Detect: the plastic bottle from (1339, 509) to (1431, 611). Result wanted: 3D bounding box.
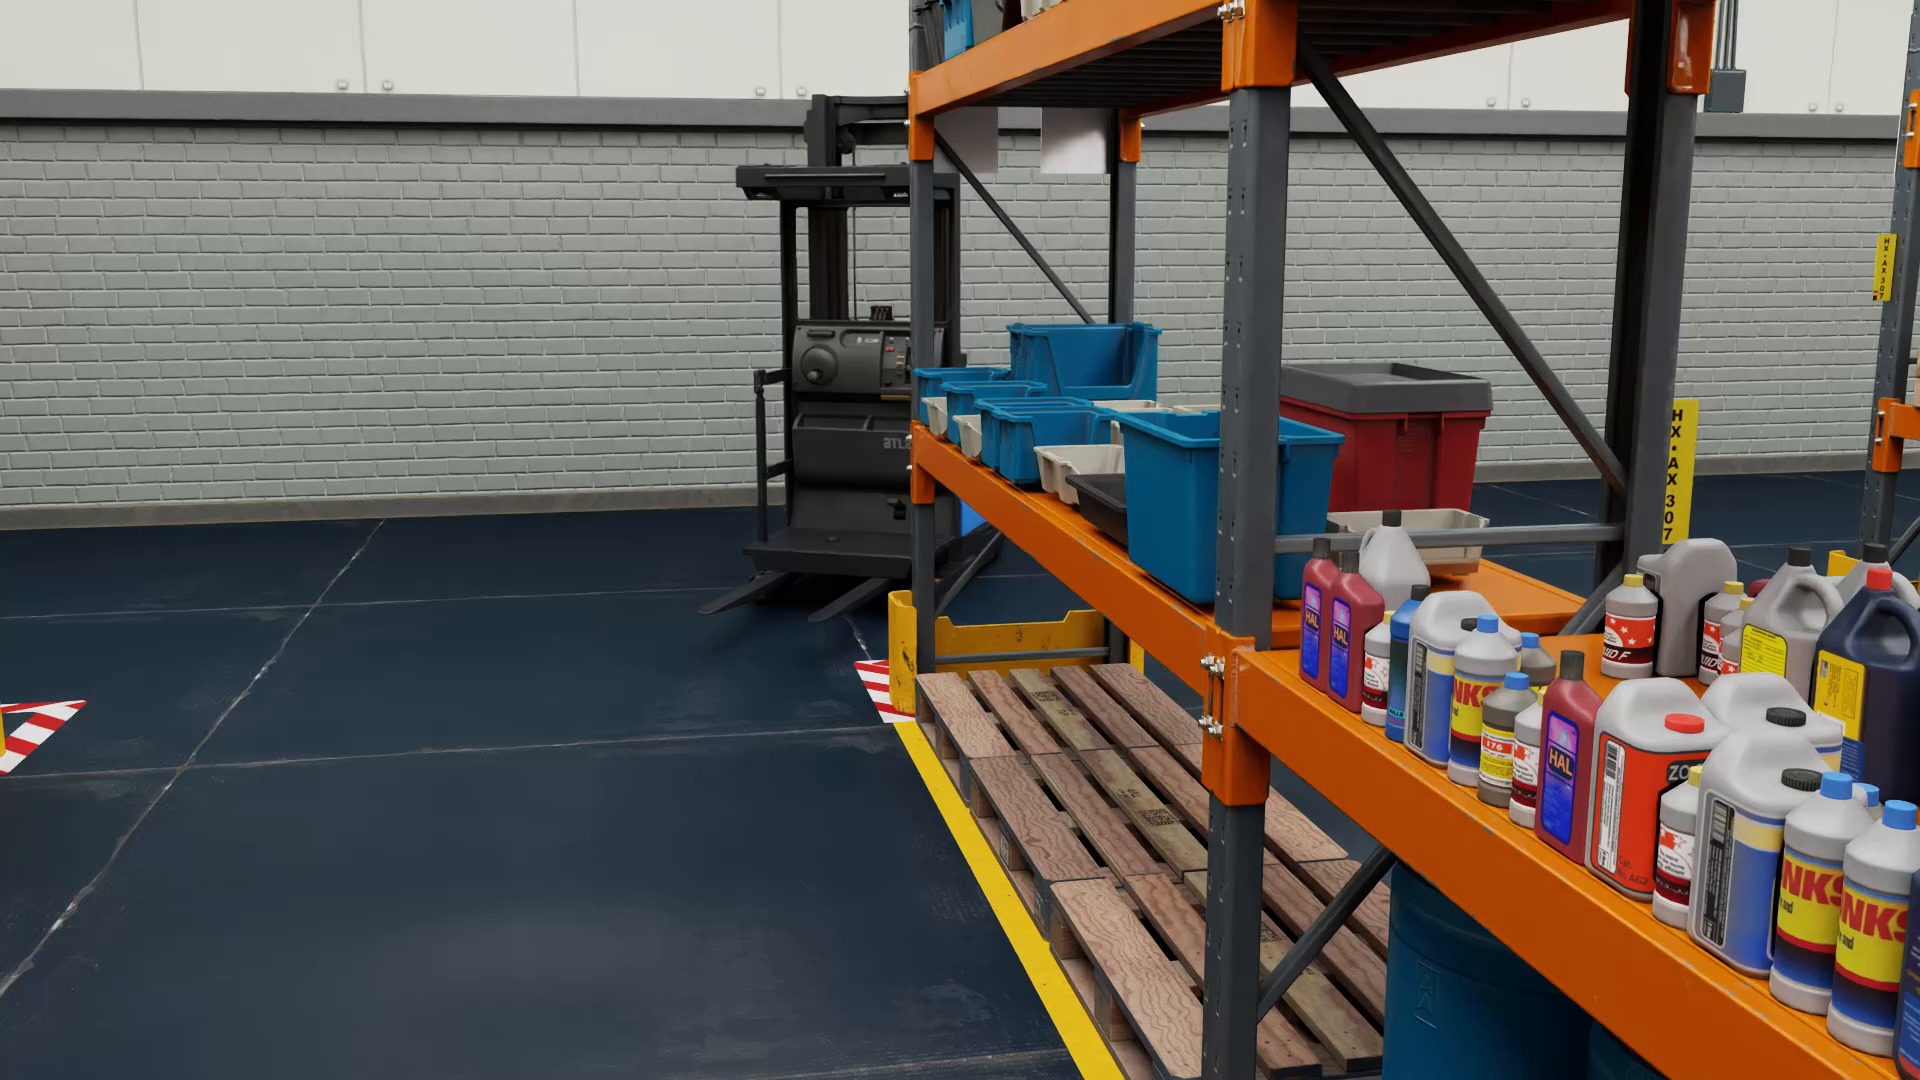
[{"bbox_3d":[0.817,0.112,3.216,0.144,0.351,0.185,-2,11,-11],"label":"plastic bottle"}]

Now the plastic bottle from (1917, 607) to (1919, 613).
[{"bbox_3d":[1.594,0.219,2.655,0.144,0.351,0.185,-2,11,-11],"label":"plastic bottle"}]

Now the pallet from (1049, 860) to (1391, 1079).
[{"bbox_3d":[0.878,1.241,4.614,1.003,0.211,1.213,-2,11,-11],"label":"pallet"}]

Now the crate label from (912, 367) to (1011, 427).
[{"bbox_3d":[0.006,-0.619,7.215,0.416,0.233,0.303,-2,11,-11],"label":"crate label"}]

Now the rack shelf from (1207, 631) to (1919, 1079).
[{"bbox_3d":[1.448,0.724,1.792,1.077,0.370,4.000,-2,11,-11],"label":"rack shelf"}]

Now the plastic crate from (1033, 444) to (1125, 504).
[{"bbox_3d":[0.425,-0.204,5.291,0.293,0.136,0.466,-2,11,-11],"label":"plastic crate"}]

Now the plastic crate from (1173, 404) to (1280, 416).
[{"bbox_3d":[0.942,-0.254,5.164,0.437,0.282,0.530,-2,11,-11],"label":"plastic crate"}]

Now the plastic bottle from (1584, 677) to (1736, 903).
[{"bbox_3d":[0.955,0.334,2.252,0.152,0.276,0.135,-2,11,-11],"label":"plastic bottle"}]

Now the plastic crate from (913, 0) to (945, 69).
[{"bbox_3d":[0.082,-2.058,6.814,0.497,0.269,0.590,-2,11,-11],"label":"plastic crate"}]

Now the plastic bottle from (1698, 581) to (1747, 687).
[{"bbox_3d":[1.502,0.183,3.246,0.097,0.201,0.097,0,11,0],"label":"plastic bottle"}]

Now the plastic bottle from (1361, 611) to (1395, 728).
[{"bbox_3d":[0.778,0.230,2.999,0.097,0.201,0.097,0,11,0],"label":"plastic bottle"}]

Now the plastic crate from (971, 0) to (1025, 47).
[{"bbox_3d":[0.308,-1.882,5.707,0.504,0.338,0.767,-2,11,-11],"label":"plastic crate"}]

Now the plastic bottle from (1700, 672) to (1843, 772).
[{"bbox_3d":[1.104,0.328,2.281,0.152,0.276,0.135,-2,11,-11],"label":"plastic bottle"}]

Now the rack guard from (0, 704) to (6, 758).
[{"bbox_3d":[-4.564,0.692,6.724,1.175,0.500,0.348,-2,11,-11],"label":"rack guard"}]

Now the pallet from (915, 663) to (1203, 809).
[{"bbox_3d":[0.403,0.793,6.965,1.003,0.211,1.213,-2,11,-11],"label":"pallet"}]

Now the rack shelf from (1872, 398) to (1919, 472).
[{"bbox_3d":[5.528,-0.189,6.593,1.077,0.370,4.000,-2,11,-11],"label":"rack shelf"}]

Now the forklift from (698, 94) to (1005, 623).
[{"bbox_3d":[-0.603,-1.100,9.638,1.130,2.935,3.031,3,11,16],"label":"forklift"}]

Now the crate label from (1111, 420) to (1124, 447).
[{"bbox_3d":[0.737,-0.382,6.228,0.396,0.136,0.243,-2,11,-11],"label":"crate label"}]

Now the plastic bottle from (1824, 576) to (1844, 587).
[{"bbox_3d":[1.524,0.193,2.993,0.152,0.276,0.135,-2,11,-11],"label":"plastic bottle"}]

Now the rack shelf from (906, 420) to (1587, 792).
[{"bbox_3d":[0.670,-0.009,5.646,1.077,0.370,4.000,-2,11,-11],"label":"rack shelf"}]

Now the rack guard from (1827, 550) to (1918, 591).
[{"bbox_3d":[5.134,0.314,8.709,1.175,0.500,0.348,-2,11,-11],"label":"rack guard"}]

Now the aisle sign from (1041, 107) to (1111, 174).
[{"bbox_3d":[0.554,-2.030,7.388,0.394,0.787,0.004,-2,11,-11],"label":"aisle sign"}]

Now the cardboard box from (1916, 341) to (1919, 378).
[{"bbox_3d":[4.968,-0.884,7.925,0.500,0.250,0.500,-2,11,-13],"label":"cardboard box"}]

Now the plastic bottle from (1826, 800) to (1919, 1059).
[{"bbox_3d":[1.015,0.419,1.818,0.097,0.271,0.097,0,11,0],"label":"plastic bottle"}]

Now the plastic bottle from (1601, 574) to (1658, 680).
[{"bbox_3d":[1.334,0.170,3.311,0.097,0.201,0.097,0,11,0],"label":"plastic bottle"}]

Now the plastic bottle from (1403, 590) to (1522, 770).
[{"bbox_3d":[0.846,0.231,2.792,0.152,0.276,0.135,-2,11,-11],"label":"plastic bottle"}]

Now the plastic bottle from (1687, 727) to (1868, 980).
[{"bbox_3d":[1.000,0.376,2.029,0.152,0.276,0.135,-2,11,-11],"label":"plastic bottle"}]

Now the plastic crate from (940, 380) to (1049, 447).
[{"bbox_3d":[0.134,-0.499,6.581,0.416,0.233,0.300,-2,11,-11],"label":"plastic crate"}]

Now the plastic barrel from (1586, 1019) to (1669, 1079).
[{"bbox_3d":[1.286,1.059,2.599,0.600,0.901,0.708,-2,11,-11],"label":"plastic barrel"}]

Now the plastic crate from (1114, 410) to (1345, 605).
[{"bbox_3d":[0.633,-0.091,4.032,0.392,0.384,0.575,-2,11,-11],"label":"plastic crate"}]

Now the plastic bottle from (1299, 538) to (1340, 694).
[{"bbox_3d":[0.712,0.144,3.228,0.061,0.283,0.133,-2,11,-11],"label":"plastic bottle"}]

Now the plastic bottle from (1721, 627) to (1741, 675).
[{"bbox_3d":[1.405,0.237,2.959,0.097,0.201,0.097,0,11,0],"label":"plastic bottle"}]

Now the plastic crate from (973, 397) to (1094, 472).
[{"bbox_3d":[0.262,-0.378,5.947,0.416,0.233,0.300,-2,11,-11],"label":"plastic crate"}]

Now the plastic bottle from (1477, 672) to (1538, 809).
[{"bbox_3d":[0.861,0.308,2.588,0.097,0.201,0.097,0,11,0],"label":"plastic bottle"}]

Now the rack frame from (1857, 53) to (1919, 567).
[{"bbox_3d":[5.139,-0.909,8.453,1.000,3.000,0.127,-2,11,-11],"label":"rack frame"}]

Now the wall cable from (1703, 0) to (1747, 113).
[{"bbox_3d":[7.420,-6.599,13.698,2.277,5.999,0.120,-2,11,-11],"label":"wall cable"}]

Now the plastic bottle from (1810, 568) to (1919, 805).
[{"bbox_3d":[1.453,0.224,2.628,0.144,0.351,0.185,-2,11,-11],"label":"plastic bottle"}]

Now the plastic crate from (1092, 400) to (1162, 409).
[{"bbox_3d":[0.617,-0.486,6.774,0.396,0.136,0.243,-2,11,-11],"label":"plastic crate"}]

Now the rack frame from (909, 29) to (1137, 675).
[{"bbox_3d":[0.281,-0.729,7.506,1.000,3.000,0.127,-2,11,-11],"label":"rack frame"}]
